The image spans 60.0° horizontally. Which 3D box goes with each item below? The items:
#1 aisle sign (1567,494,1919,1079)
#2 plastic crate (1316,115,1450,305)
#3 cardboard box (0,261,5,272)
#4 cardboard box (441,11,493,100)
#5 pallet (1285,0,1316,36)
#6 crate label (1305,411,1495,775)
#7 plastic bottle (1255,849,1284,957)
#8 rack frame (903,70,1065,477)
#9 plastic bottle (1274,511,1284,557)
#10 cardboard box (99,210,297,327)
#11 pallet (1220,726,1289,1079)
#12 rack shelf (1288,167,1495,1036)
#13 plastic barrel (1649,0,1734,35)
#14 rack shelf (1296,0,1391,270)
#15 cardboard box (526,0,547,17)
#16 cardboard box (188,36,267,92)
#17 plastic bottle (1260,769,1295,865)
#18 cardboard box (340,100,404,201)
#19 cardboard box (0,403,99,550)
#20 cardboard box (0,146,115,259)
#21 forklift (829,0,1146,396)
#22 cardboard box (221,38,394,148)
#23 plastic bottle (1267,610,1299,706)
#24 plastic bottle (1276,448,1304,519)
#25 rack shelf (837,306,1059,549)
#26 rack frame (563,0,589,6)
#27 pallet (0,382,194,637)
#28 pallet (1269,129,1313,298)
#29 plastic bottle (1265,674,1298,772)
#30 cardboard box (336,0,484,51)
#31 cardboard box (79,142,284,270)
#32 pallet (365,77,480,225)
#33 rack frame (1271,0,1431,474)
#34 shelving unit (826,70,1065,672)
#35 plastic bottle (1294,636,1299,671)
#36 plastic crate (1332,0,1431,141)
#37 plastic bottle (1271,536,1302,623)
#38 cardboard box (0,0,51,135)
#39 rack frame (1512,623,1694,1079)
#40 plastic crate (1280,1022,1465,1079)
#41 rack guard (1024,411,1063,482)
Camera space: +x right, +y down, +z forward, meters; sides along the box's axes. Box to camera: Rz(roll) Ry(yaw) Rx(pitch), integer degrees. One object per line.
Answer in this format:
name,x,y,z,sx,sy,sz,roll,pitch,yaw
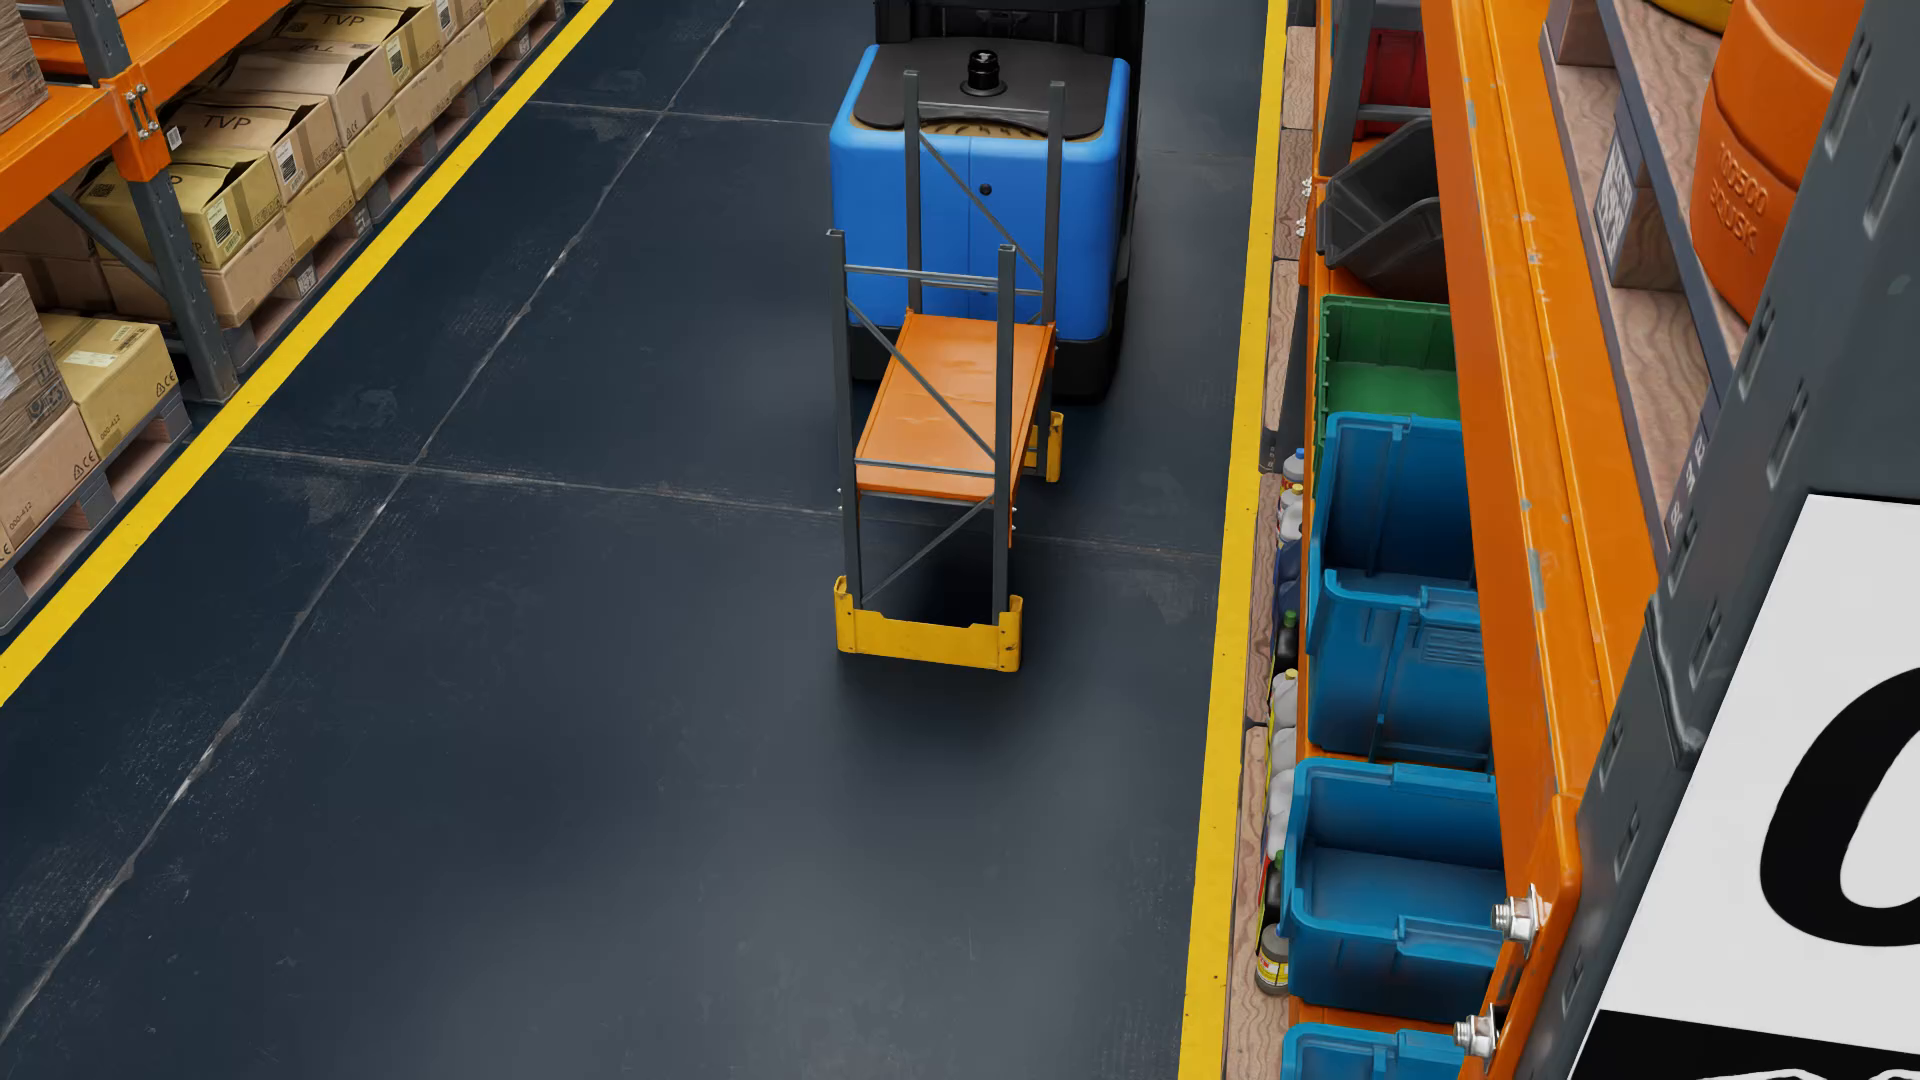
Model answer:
aisle sign,0.583,0.305,0.986,0.394,0.787,0.004,6,40,8
plastic crate,1.364,-0.877,4.505,0.767,0.338,0.504,6,40,8
cardboard box,-3.686,-0.899,5.723,0.500,0.500,0.500,6,40,8
cardboard box,-2.632,-2.380,8.103,0.500,0.250,0.500,7,40,9
pallet,2.368,-3.150,9.395,1.003,0.211,1.213,6,40,8
crate label,0.940,0.096,3.252,0.502,0.435,0.616,6,40,8
plastic bottle,0.776,0.896,4.099,0.061,0.283,0.133,7,40,9
rack frame,0.073,-0.844,5.593,0.500,1.500,0.032,6,40,8
plastic bottle,1.058,-0.027,5.280,0.097,0.201,0.097,0,40,0
cardboard box,-2.984,-1.092,6.545,0.500,0.250,0.500,5,40,7
pallet,1.214,1.044,4.322,1.003,0.211,1.213,6,40,8
rack shelf,1.234,0.317,3.577,1.077,0.370,4.000,6,40,8
plastic barrel,0.960,-0.825,1.562,0.600,0.588,0.600,0,40,0
rack shelf,1.926,-2.193,6.613,1.077,0.370,4.000,6,40,8
cardboard box,-2.456,-3.019,8.876,0.500,0.250,0.500,7,40,9
cardboard box,-3.337,-2.008,7.213,0.500,0.311,0.500,6,40,8
plastic bottle,0.869,0.732,4.303,0.152,0.276,0.135,5,40,6
cardboard box,-2.807,-1.738,7.326,0.500,0.250,0.500,5,40,6
cardboard box,-3.259,-0.238,5.512,0.500,0.250,0.500,6,40,8
cardboard box,-3.510,-1.368,6.439,0.500,0.311,0.500,6,40,8
forklift,0.233,-2.612,6.609,1.130,2.935,3.031,5,40,6
cardboard box,-2.801,-1.953,7.146,0.500,0.311,0.500,5,40,6
plastic bottle,0.930,0.340,4.771,0.061,0.283,0.133,8,40,10
plastic bottle,1.093,-0.182,5.412,0.097,0.271,0.097,0,40,0
rack shelf,-0.015,-0.386,5.322,0.538,0.185,1.000,6,40,8
rack frame,-2.606,-4.274,8.566,1.000,3.000,0.127,6,40,8
pallet,-3.477,-0.195,5.820,1.003,0.211,1.213,6,40,8
pallet,1.887,-1.406,7.285,1.003,0.211,1.213,6,40,8
plastic bottle,0.926,0.482,4.547,0.144,0.351,0.185,6,40,7
cardboard box,-2.627,-2.593,7.921,0.500,0.311,0.500,6,40,7
cardboard box,-2.981,-1.314,6.374,0.500,0.311,0.500,7,40,8
pallet,-3.000,-1.924,7.911,1.003,0.211,1.213,6,40,8
rack frame,1.580,-1.215,4.866,1.000,3.000,0.127,6,40,8
shelving unit,-0.013,-0.530,5.214,0.587,1.500,1.083,6,40,8
plastic bottle,1.011,0.342,4.778,0.097,0.271,0.097,0,40,0
plastic crate,1.363,-1.578,5.254,0.402,0.464,0.583,6,40,8
plastic bottle,1.032,0.097,5.013,0.144,0.351,0.185,7,40,9
cardboard box,-3.368,-1.523,5.160,0.700,0.500,0.500,5,40,7
rack frame,0.888,1.295,1.830,1.000,3.000,0.127,6,40,8
plastic crate,0.680,1.005,2.297,0.499,0.251,0.616,6,40,8
rack guard,0.073,-0.361,5.991,0.587,0.250,0.087,6,40,8
